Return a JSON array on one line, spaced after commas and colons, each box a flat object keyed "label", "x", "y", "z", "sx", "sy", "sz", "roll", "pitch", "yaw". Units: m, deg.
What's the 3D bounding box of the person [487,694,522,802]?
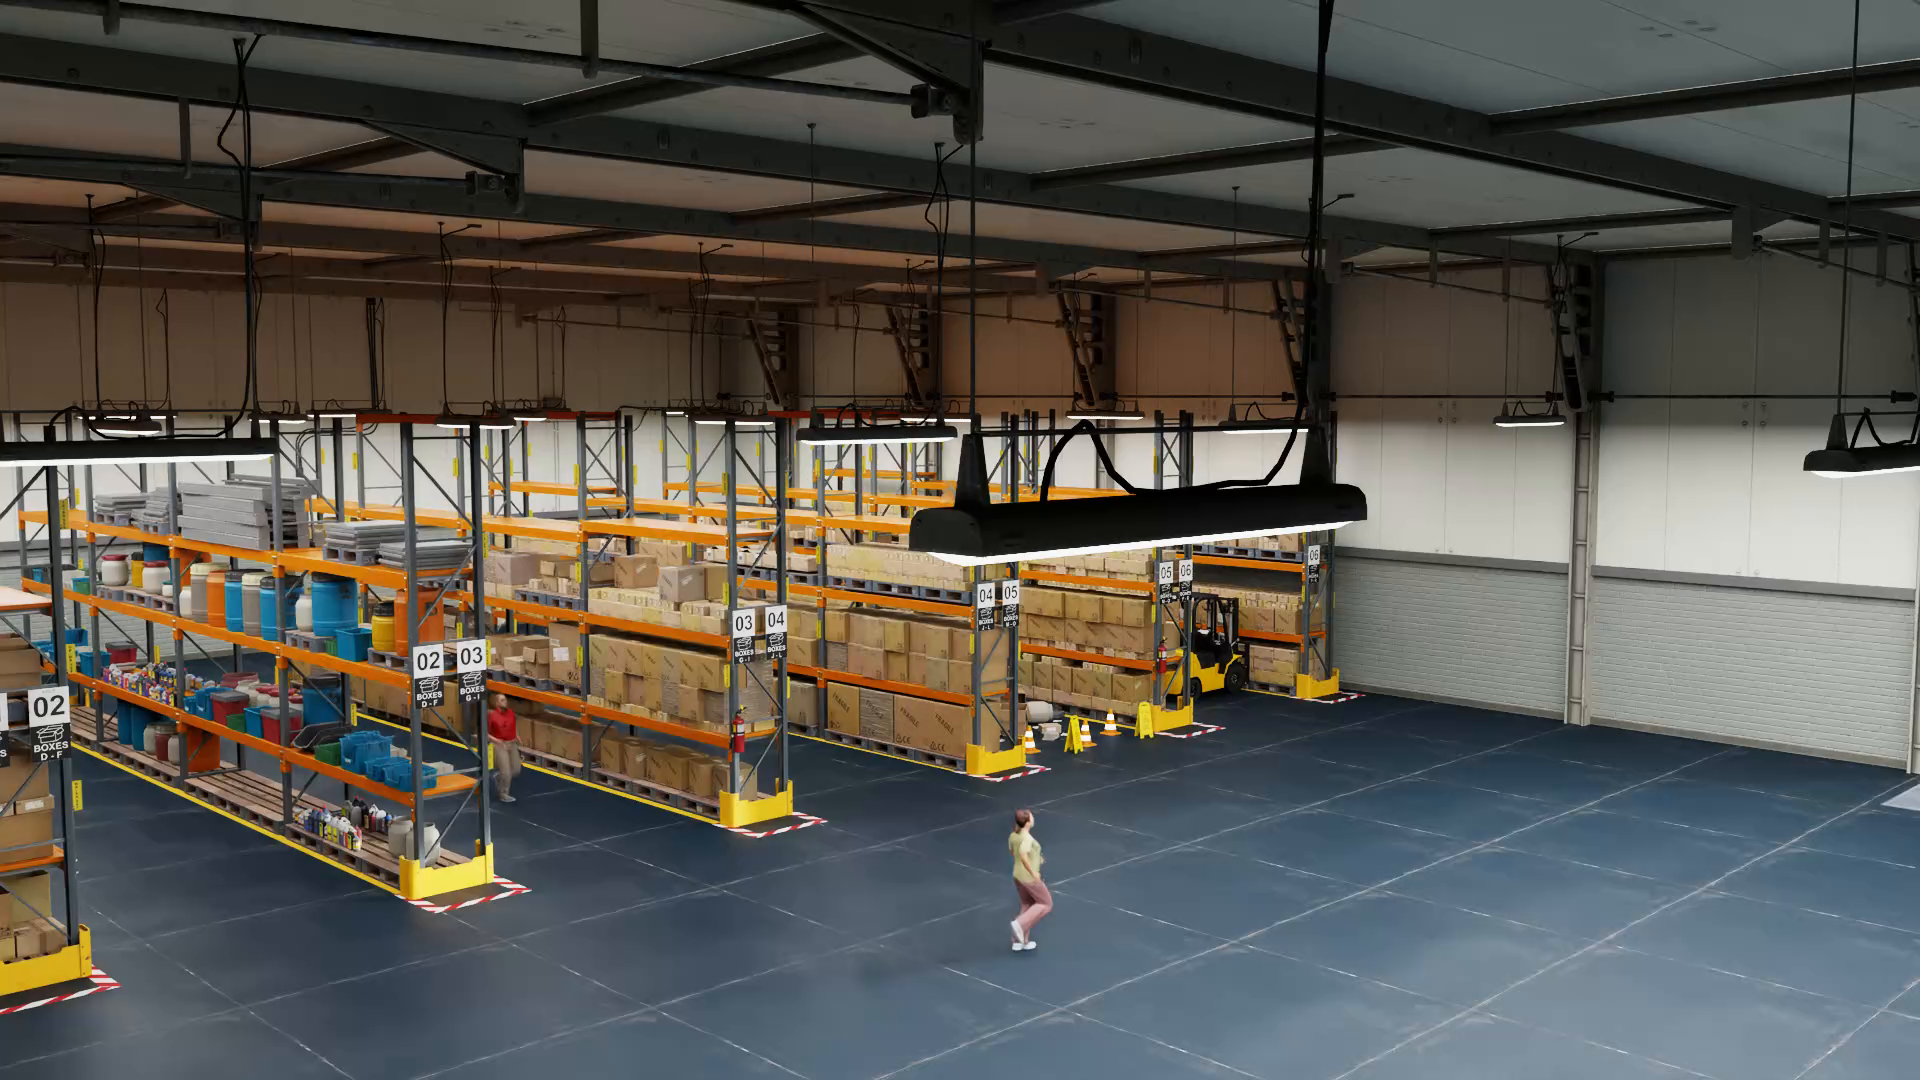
[{"label": "person", "x": -7.161, "y": 3.237, "z": 25.992, "sx": 0.629, "sy": 1.671, "sz": 0.661, "roll": 4, "pitch": 6, "yaw": 36}]

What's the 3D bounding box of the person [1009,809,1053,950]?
[{"label": "person", "x": 0.780, "y": 3.869, "z": 19.002, "sx": 0.540, "sy": 1.627, "sz": 0.575, "roll": -3, "pitch": 6, "yaw": -27}]

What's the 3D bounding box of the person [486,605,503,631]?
[{"label": "person", "x": -11.449, "y": 1.984, "z": 40.677, "sx": 0.511, "sy": 1.670, "sz": 0.890, "roll": -2, "pitch": 5, "yaw": -17}]

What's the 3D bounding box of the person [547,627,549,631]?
[{"label": "person", "x": -10.173, "y": 1.846, "z": 41.687, "sx": 0.756, "sy": 1.736, "sz": 0.741, "roll": -4, "pitch": 7, "yaw": -42}]
